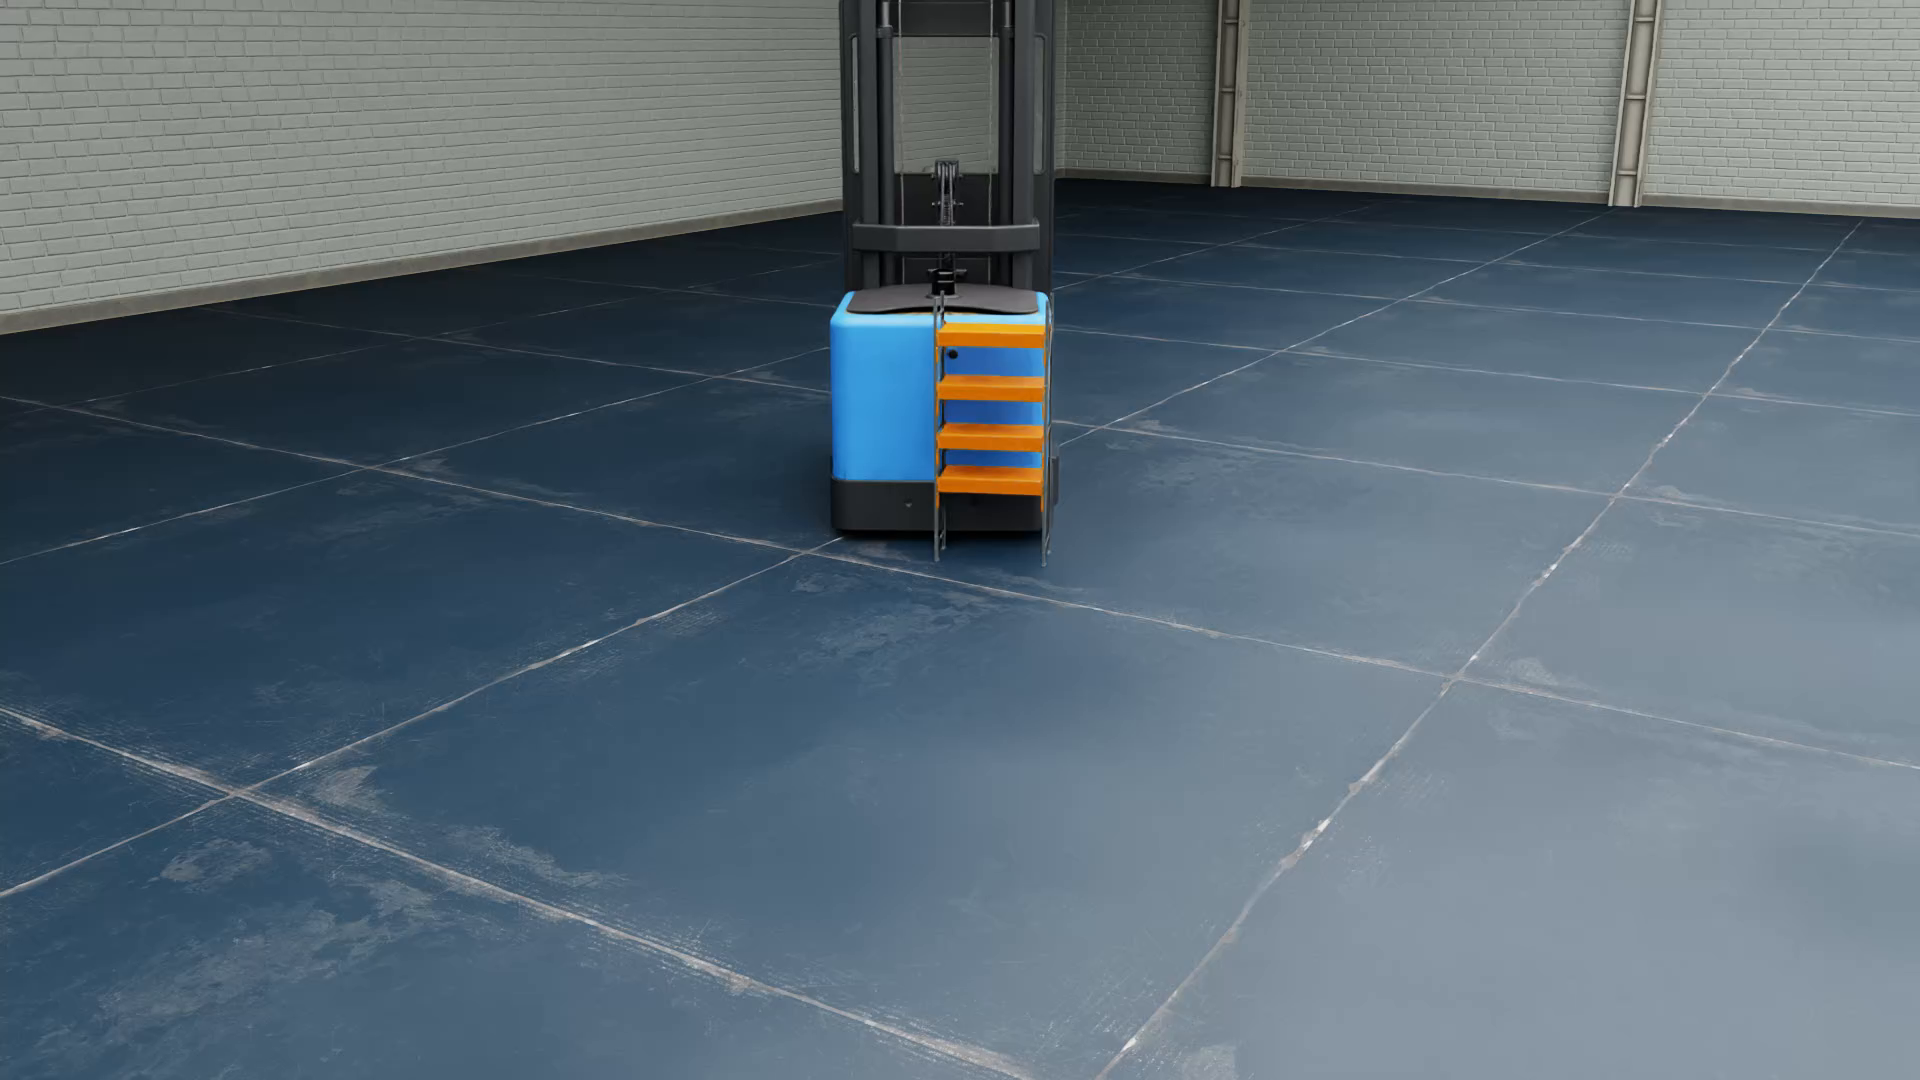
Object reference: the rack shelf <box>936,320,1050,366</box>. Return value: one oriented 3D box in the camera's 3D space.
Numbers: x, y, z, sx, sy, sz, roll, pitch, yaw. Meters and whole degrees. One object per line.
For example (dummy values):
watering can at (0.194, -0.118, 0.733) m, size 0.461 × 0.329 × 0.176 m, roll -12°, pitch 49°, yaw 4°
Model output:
rack shelf at (0.149, -0.871, 7.333) m, size 0.480 × 0.148 × 0.258 m, roll 2°, pitch 17°, yaw 8°

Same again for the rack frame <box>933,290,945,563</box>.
rack frame at (-0.092, -0.505, 7.479) m, size 0.015 × 1.200 × 0.240 m, roll 2°, pitch 17°, yaw 8°

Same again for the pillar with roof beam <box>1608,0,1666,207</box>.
pillar with roof beam at (7.073, -7.933, 18.513) m, size 0.400 × 9.000 × 9.100 m, roll 10°, pitch 20°, yaw 30°

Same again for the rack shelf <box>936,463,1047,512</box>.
rack shelf at (0.149, -0.241, 7.524) m, size 0.480 × 0.148 × 0.258 m, roll 2°, pitch 17°, yaw 8°

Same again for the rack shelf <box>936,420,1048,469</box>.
rack shelf at (0.149, -0.431, 7.466) m, size 0.480 × 0.148 × 0.258 m, roll 2°, pitch 17°, yaw 8°

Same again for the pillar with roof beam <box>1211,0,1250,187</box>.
pillar with roof beam at (1.961, -8.845, 21.517) m, size 0.400 × 9.000 × 9.100 m, roll 10°, pitch 20°, yaw 30°

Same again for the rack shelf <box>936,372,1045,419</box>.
rack shelf at (0.149, -0.645, 7.401) m, size 0.480 × 0.148 × 0.258 m, roll 2°, pitch 17°, yaw 8°

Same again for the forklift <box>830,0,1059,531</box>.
forklift at (-0.055, -1.816, 8.816) m, size 1.130 × 2.935 × 3.031 m, roll 0°, pitch 17°, yaw 1°

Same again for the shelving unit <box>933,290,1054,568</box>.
shelving unit at (0.149, -0.495, 7.447) m, size 0.503 × 1.200 × 0.258 m, roll 2°, pitch 17°, yaw 8°

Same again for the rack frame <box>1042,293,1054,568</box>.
rack frame at (0.391, -0.485, 7.414) m, size 0.015 × 1.200 × 0.240 m, roll 2°, pitch 17°, yaw 8°
